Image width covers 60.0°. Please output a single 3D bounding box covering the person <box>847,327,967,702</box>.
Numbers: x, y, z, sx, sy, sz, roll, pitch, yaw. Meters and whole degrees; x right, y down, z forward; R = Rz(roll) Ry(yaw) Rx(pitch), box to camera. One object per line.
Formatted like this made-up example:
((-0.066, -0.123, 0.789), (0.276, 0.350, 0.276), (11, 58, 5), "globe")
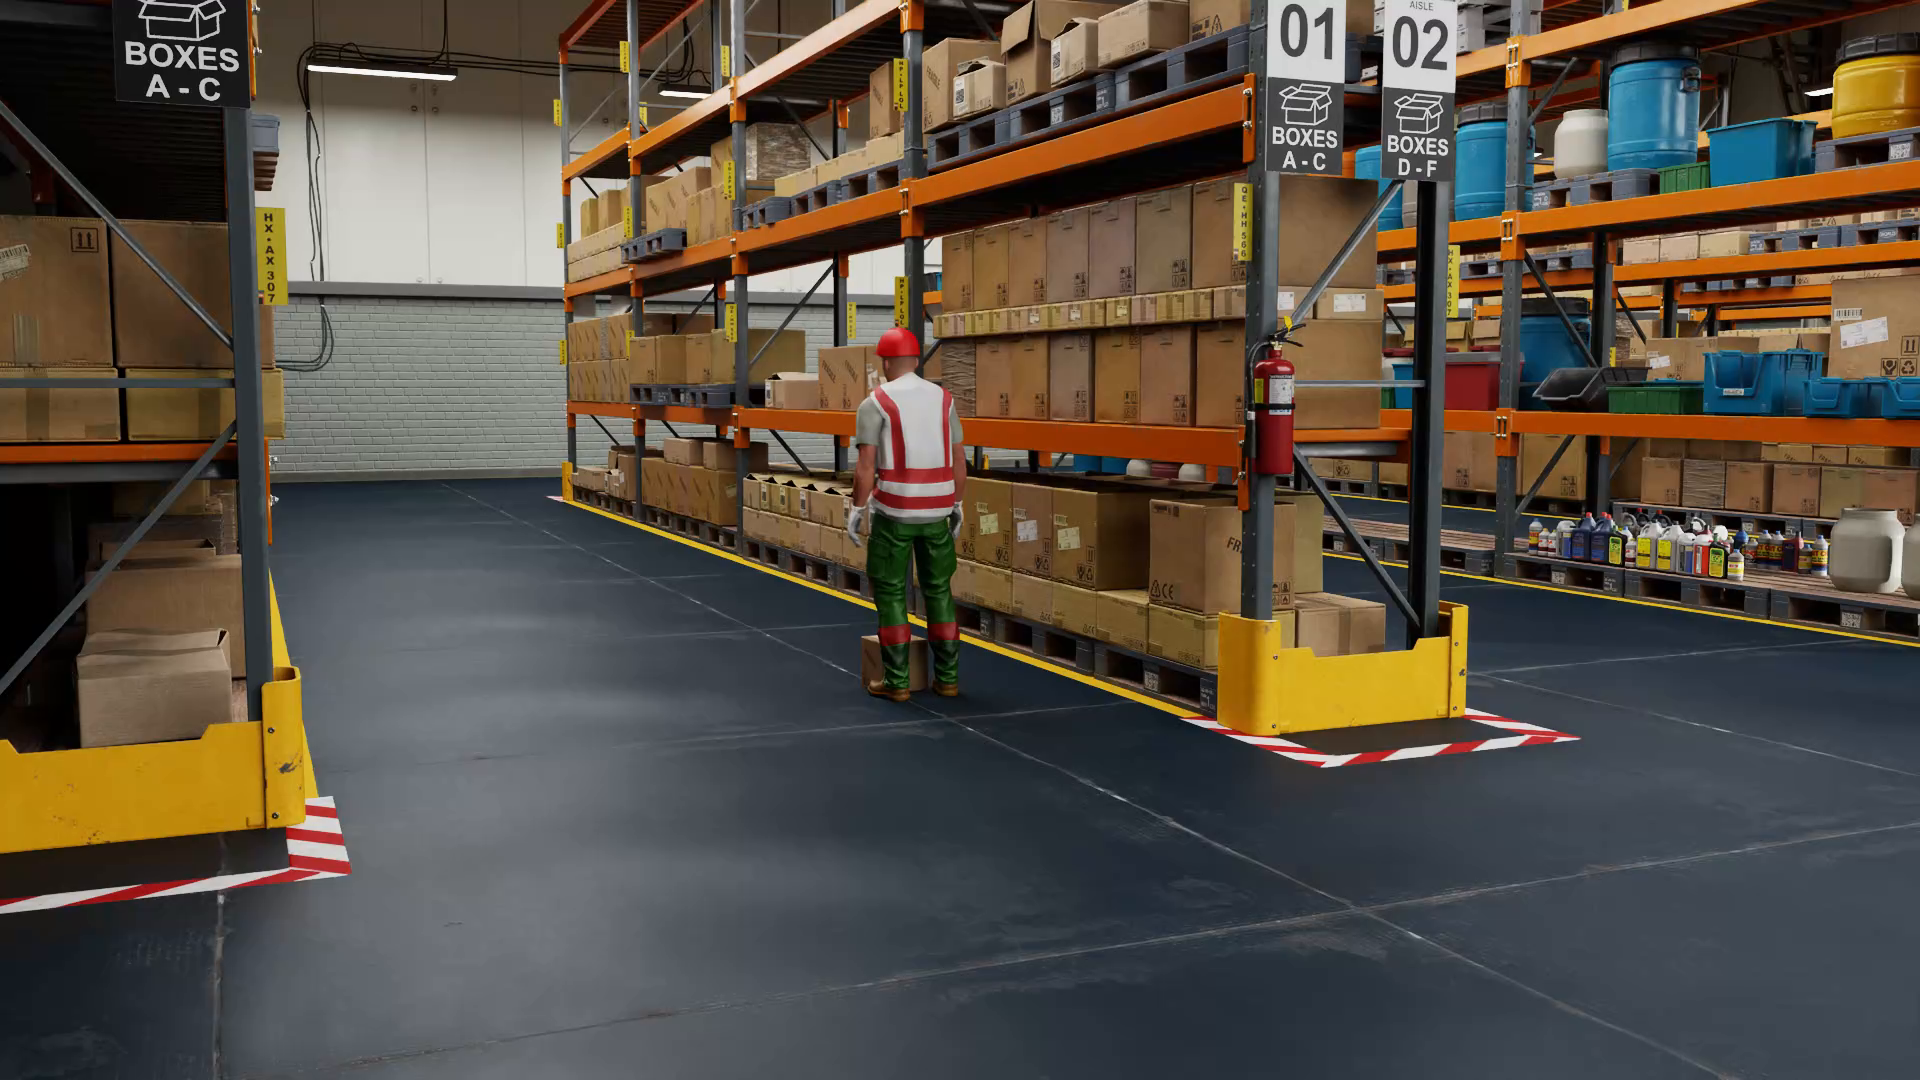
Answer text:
((-0.251, -0.129, 7.999), (0.622, 1.781, 0.445), (-3, 6, -26), "person")
